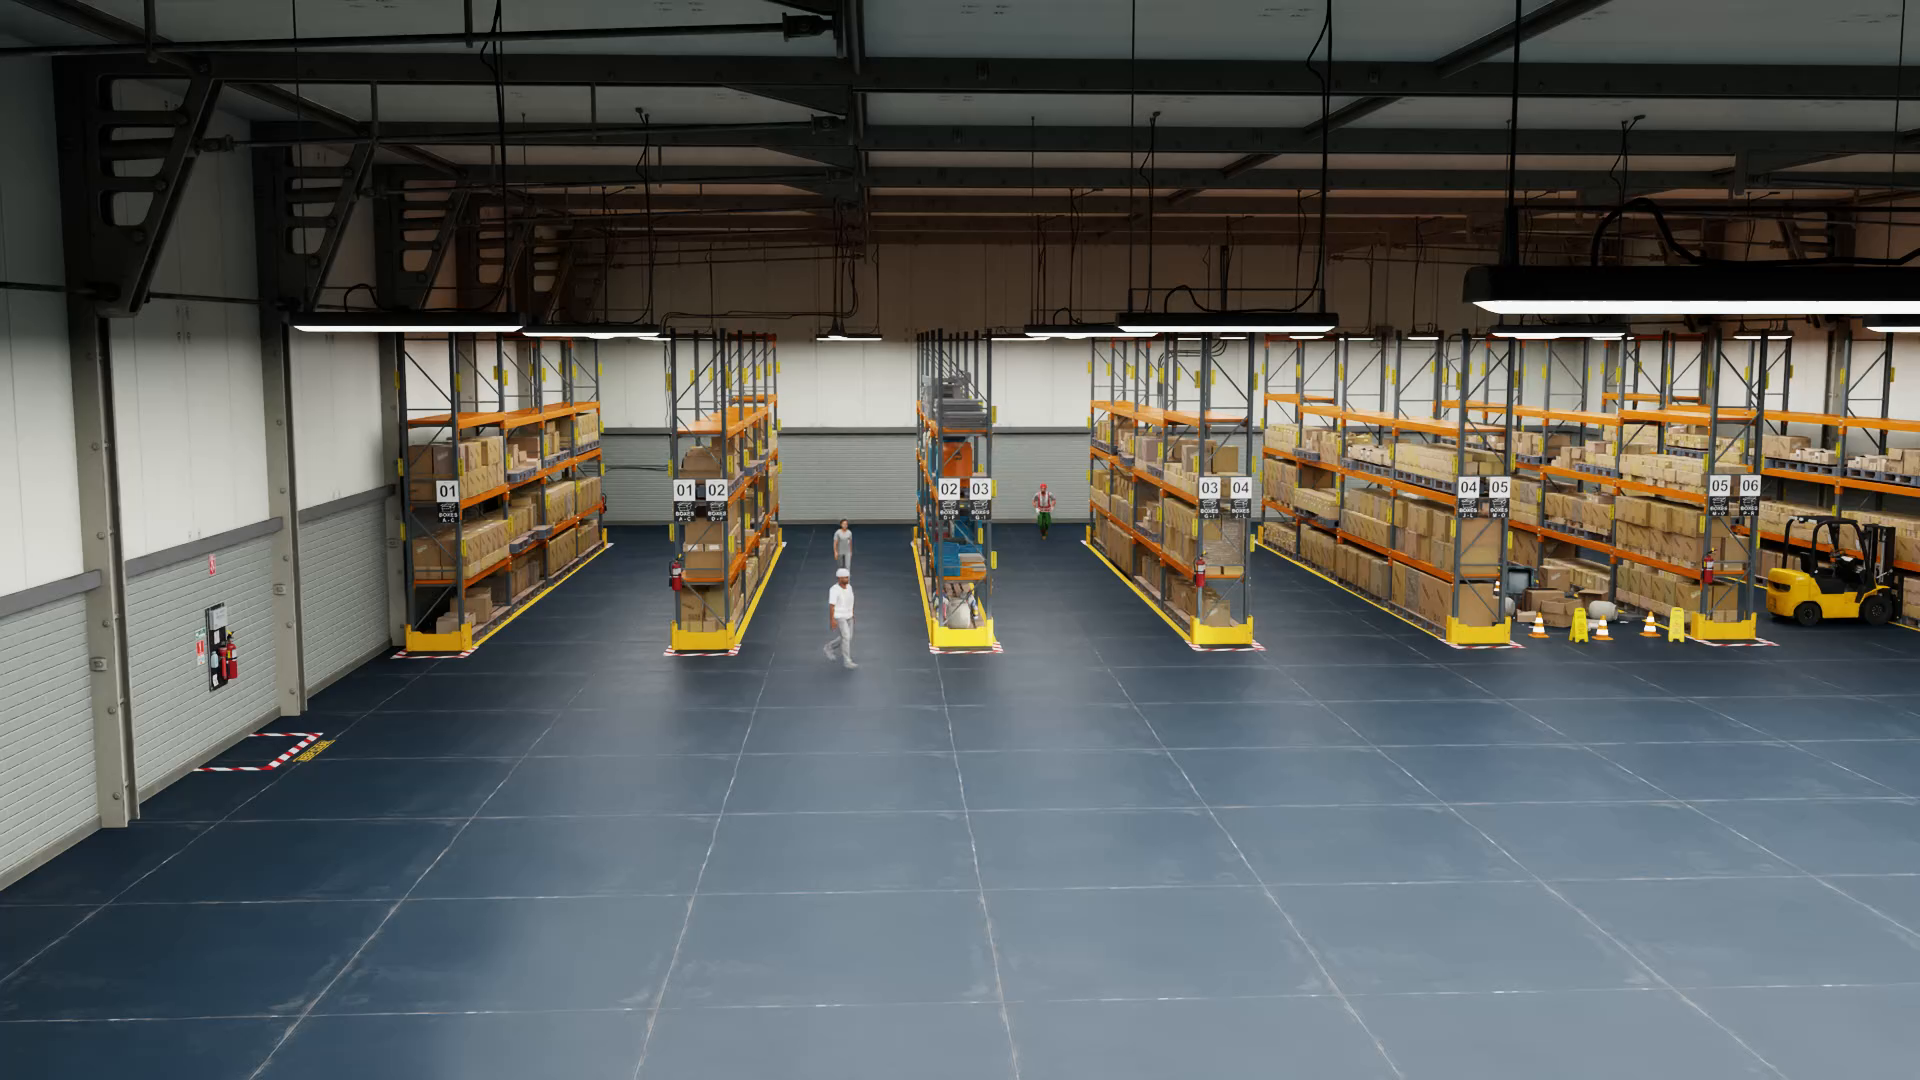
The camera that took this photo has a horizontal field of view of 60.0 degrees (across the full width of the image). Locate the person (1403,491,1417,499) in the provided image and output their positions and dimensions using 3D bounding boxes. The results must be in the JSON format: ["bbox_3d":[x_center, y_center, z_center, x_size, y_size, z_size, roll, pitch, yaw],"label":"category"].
[{"bbox_3d":[12.677,-0.703,46.984,0.589,1.787,0.533,-3,8,-27],"label":"person"}]

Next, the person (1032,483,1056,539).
[{"bbox_3d":[2.461,-0.836,48.646,0.688,1.680,0.671,1,7,6],"label":"person"}]

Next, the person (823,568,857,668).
[{"bbox_3d":[-2.102,1.368,29.594,0.853,1.744,0.634,4,8,32],"label":"person"}]

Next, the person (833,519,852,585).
[{"bbox_3d":[-2.755,0.304,39.139,0.445,1.609,1.082,-1,7,-6],"label":"person"}]
